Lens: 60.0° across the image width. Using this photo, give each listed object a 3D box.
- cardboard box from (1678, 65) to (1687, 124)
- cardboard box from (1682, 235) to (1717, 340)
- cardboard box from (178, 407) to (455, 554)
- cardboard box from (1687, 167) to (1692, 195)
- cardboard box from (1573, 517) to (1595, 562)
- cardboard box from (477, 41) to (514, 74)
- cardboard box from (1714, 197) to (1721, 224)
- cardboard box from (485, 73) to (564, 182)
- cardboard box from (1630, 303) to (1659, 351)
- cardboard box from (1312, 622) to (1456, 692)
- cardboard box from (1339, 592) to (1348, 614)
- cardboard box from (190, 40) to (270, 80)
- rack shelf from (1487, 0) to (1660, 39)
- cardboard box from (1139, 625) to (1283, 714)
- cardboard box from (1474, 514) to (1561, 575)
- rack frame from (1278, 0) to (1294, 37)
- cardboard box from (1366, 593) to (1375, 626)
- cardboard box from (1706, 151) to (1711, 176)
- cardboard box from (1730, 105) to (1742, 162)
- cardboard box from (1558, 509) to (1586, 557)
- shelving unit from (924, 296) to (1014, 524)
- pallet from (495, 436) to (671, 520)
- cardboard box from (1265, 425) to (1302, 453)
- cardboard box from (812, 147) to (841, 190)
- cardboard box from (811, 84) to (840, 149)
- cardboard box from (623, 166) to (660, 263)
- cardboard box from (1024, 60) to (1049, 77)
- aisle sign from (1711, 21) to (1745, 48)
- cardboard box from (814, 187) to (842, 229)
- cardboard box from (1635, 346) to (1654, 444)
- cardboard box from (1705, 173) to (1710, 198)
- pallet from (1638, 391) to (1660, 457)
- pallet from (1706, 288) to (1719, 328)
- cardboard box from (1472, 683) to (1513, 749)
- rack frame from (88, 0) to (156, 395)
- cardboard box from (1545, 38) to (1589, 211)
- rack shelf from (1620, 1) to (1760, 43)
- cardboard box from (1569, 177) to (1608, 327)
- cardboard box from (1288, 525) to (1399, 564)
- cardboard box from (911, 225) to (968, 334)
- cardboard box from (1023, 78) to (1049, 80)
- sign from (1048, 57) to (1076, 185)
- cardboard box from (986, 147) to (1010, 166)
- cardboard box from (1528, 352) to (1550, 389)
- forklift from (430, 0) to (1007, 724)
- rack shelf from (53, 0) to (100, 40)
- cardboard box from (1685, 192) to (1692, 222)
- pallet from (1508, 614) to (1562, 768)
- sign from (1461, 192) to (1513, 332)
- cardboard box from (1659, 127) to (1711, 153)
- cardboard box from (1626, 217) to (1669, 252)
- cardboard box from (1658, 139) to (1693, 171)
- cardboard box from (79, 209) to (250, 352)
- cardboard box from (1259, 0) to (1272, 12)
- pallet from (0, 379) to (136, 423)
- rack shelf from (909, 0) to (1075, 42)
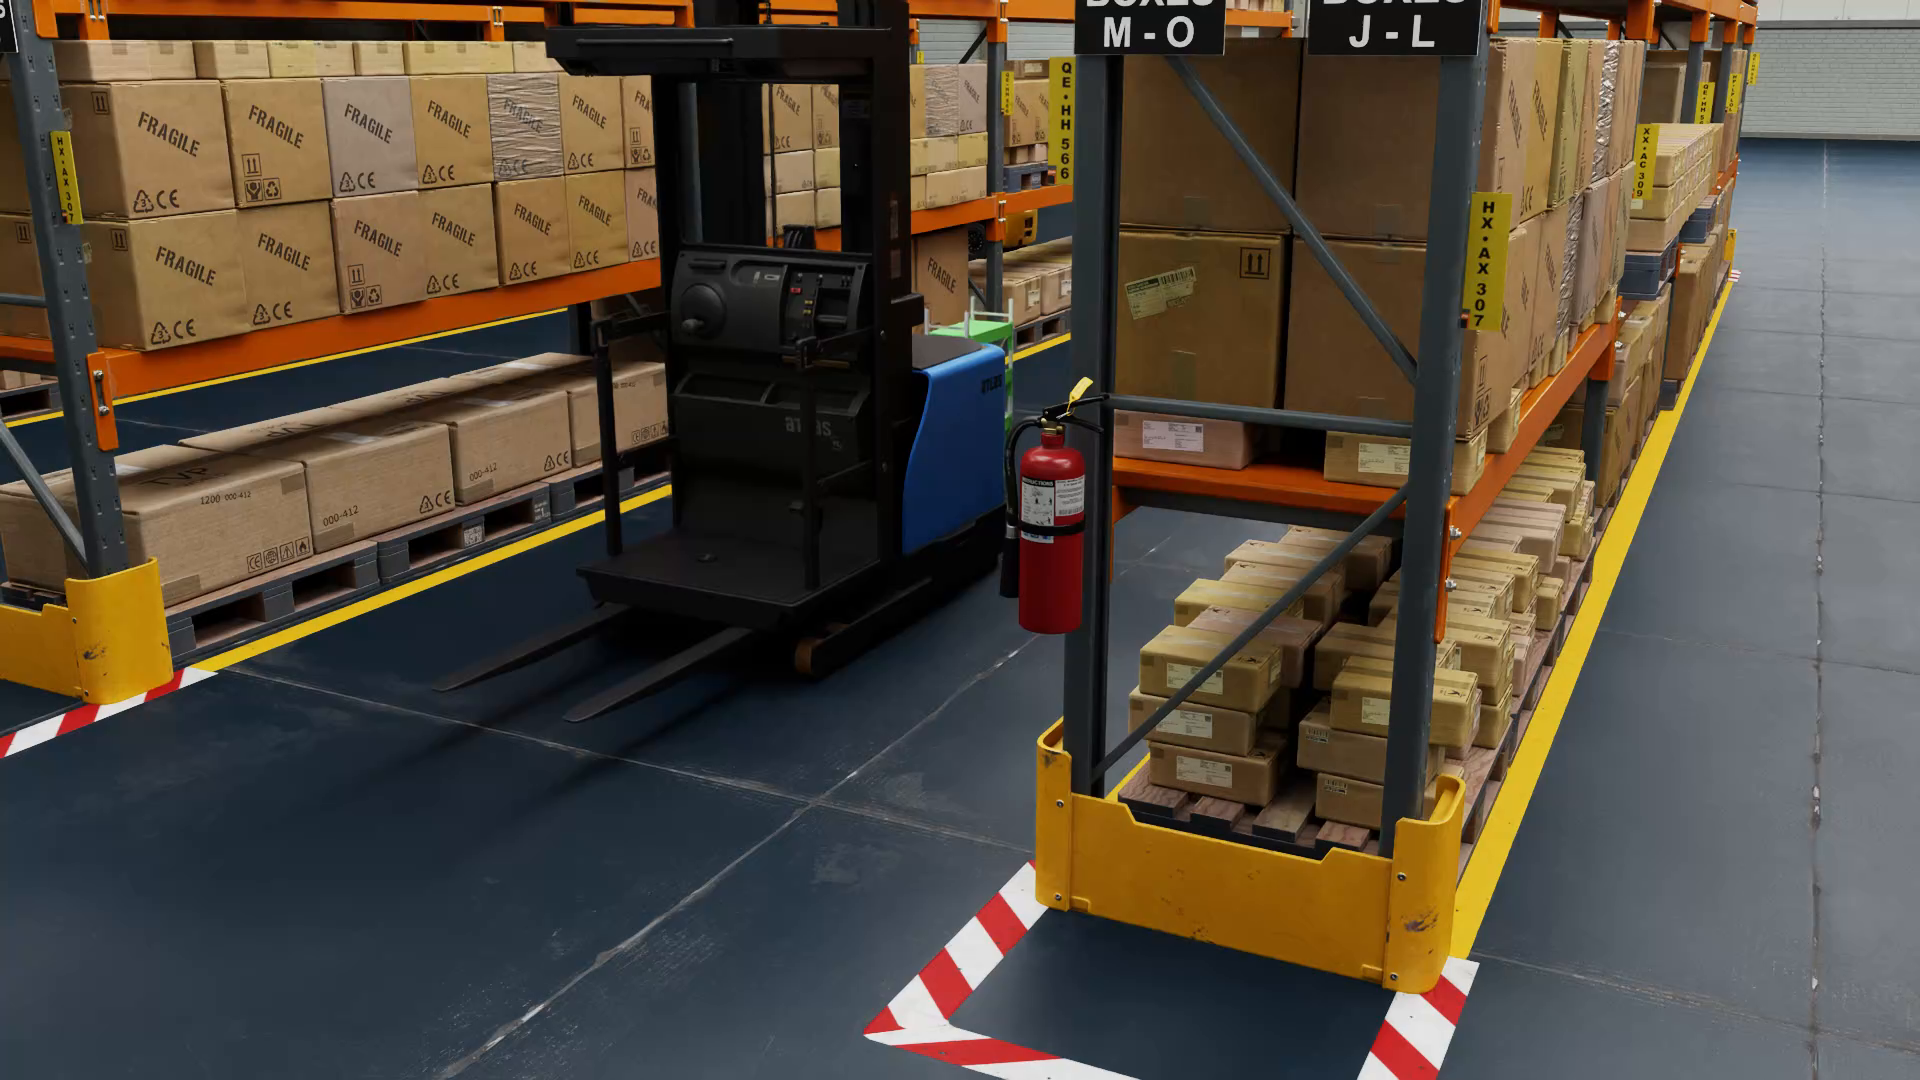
[{"bbox_3d":[4.776,-3.124,11.842,0.700,0.500,0.500,8,18,25],"label":"cardboard box"},{"bbox_3d":[5.498,-2.082,13.478,1.050,0.750,0.750,8,18,25],"label":"cardboard box"},{"bbox_3d":[-3.100,-0.309,8.059,0.875,0.438,0.875,9,19,27],"label":"cardboard box"},{"bbox_3d":[3.724,-1.936,8.955,0.380,0.149,0.250,8,18,24],"label":"cardboard box"},{"bbox_3d":[2.684,-0.027,7.617,0.380,0.149,0.250,8,18,26],"label":"cardboard box"},{"bbox_3d":[-2.400,-2.341,8.068,0.380,0.149,0.250,8,18,24],"label":"cardboard box"},{"bbox_3d":[6.473,-2.708,15.366,0.875,0.875,0.875,8,19,26],"label":"cardboard box"},{"bbox_3d":[-2.336,-2.053,8.235,0.500,0.500,0.500,8,18,26],"label":"cardboard box"},{"bbox_3d":[3.813,-1.252,9.807,0.500,0.250,0.500,9,19,27],"label":"cardboard box"},{"bbox_3d":[1.320,0.387,5.176,0.380,0.149,0.250,8,19,26],"label":"cardboard box"},{"bbox_3d":[1.198,0.269,6.098,0.380,0.149,0.250,8,18,26],"label":"cardboard box"},{"bbox_3d":[-3.028,-1.942,6.723,0.380,0.149,0.250,9,19,27],"label":"cardboard box"},{"bbox_3d":[1.661,-1.919,5.714,1.077,0.370,4.000,8,18,25],"label":"rack shelf"},{"bbox_3d":[0.777,0.396,5.147,0.380,0.149,0.250,8,18,26],"label":"cardboard box"},{"bbox_3d":[2.111,0.010,6.448,0.380,0.149,0.250,7,18,23],"label":"cardboard box"},{"bbox_3d":[3.443,-4.996,20.078,1.000,3.000,0.127,8,18,25],"label":"rack frame"},{"bbox_3d":[1.512,0.294,6.537,0.380,0.149,0.250,9,19,27],"label":"cardboard box"},{"bbox_3d":[4.410,-2.326,10.269,0.380,0.149,0.250,9,19,27],"label":"cardboard box"},{"bbox_3d":[7.565,-4.221,17.205,0.875,0.550,0.550,8,18,25],"label":"cardboard box"},{"bbox_3d":[2.484,-0.051,7.176,0.380,0.149,0.250,7,18,23],"label":"cardboard box"},{"bbox_3d":[0.048,-0.598,8.431,0.258,1.200,0.503,8,19,26],"label":"shelving unit"},{"bbox_3d":[-2.329,-0.419,9.566,1.003,0.211,1.213,8,18,25],"label":"pallet"},{"bbox_3d":[0.804,-0.374,4.957,0.380,0.149,0.250,8,18,25],"label":"cardboard box"},{"bbox_3d":[-1.013,-2.445,10.874,0.500,0.250,0.500,8,18,26],"label":"cardboard box"},{"bbox_3d":[-1.037,-2.803,10.762,0.500,0.500,0.500,8,18,24],"label":"cardboard box"},{"bbox_3d":[-1.898,-1.837,9.266,0.500,0.500,0.500,8,18,26],"label":"cardboard box"},{"bbox_3d":[0.736,-4.316,15.212,0.380,0.149,0.250,9,19,28],"label":"cardboard box"},{"bbox_3d":[8.216,-5.618,17.607,0.394,0.787,0.004,8,18,25],"label":"aisle sign"},{"bbox_3d":[-1.013,-2.207,10.950,0.500,0.250,0.500,8,18,25],"label":"cardboard box"},{"bbox_3d":[3.824,-0.888,9.899,0.500,0.500,0.500,7,18,23],"label":"cardboard box"},{"bbox_3d":[4.532,-2.251,10.540,0.380,0.149,0.250,8,19,26],"label":"cardboard box"},{"bbox_3d":[3.991,-0.819,10.911,1.003,0.211,1.213,8,18,25],"label":"pallet"},{"bbox_3d":[6.539,-2.221,15.630,1.003,0.211,1.213,8,18,25],"label":"pallet"},{"bbox_3d":[1.648,0.563,5.629,0.380,0.149,0.250,8,18,26],"label":"cardboard box"},{"bbox_3d":[-6.362,-2.570,11.910,1.000,3.000,0.127,8,18,25],"label":"rack frame"},{"bbox_3d":[1.677,-1.326,5.267,0.500,0.500,0.500,8,18,24],"label":"cardboard box"},{"bbox_3d":[7.023,-4.976,16.005,1.077,0.370,4.000,8,18,25],"label":"rack shelf"},{"bbox_3d":[2.134,-1.109,6.290,0.500,0.500,0.500,8,18,25],"label":"cardboard box"},{"bbox_3d":[1.494,0.001,6.479,0.380,0.149,0.250,8,18,26],"label":"cardboard box"},{"bbox_3d":[-0.515,-1.976,12.903,0.875,0.875,0.875,8,18,25],"label":"cardboard box"},{"bbox_3d":[0.734,-3.705,14.296,0.500,0.500,0.500,8,19,26],"label":"cardboard box"},{"bbox_3d":[0.279,-1.099,4.368,0.100,0.325,0.005,8,18,25],"label":"sign"},{"bbox_3d":[0.180,-3.099,13.393,0.380,0.149,0.250,7,18,22],"label":"cardboard box"},{"bbox_3d":[1.856,-0.641,5.856,0.380,0.149,0.250,9,19,27],"label":"cardboard box"},{"bbox_3d":[-0.900,-0.997,6.735,1.130,2.935,3.031,8,19,26],"label":"forklift"},{"bbox_3d":[-7.255,-3.154,9.870,1.077,0.370,4.000,8,18,25],"label":"rack shelf"},{"bbox_3d":[3.836,-1.856,9.207,0.380,0.149,0.250,7,18,23],"label":"cardboard box"},{"bbox_3d":[1.742,0.488,6.509,1.003,0.211,1.213,8,18,25],"label":"pallet"},{"bbox_3d":[1.252,-0.663,3.968,0.100,0.325,0.005,8,18,25],"label":"sign"},{"bbox_3d":[4.301,-2.407,10.019,0.380,0.149,0.250,9,19,27],"label":"cardboard box"},{"bbox_3d":[3.142,-1.459,7.870,0.380,0.149,0.250,7,18,23],"label":"cardboard box"},{"bbox_3d":[3.605,-2.009,8.679,0.380,0.149,0.250,8,18,25],"label":"cardboard box"},{"bbox_3d":[-3.235,-1.055,6.631,0.500,0.500,0.500,8,18,25],"label":"cardboard box"},{"bbox_3d":[3.302,-6.057,18.820,0.380,0.149,0.250,9,19,27],"label":"cardboard box"},{"bbox_3d":[-6.669,-1.059,11.719,1.003,0.211,1.213,8,18,25],"label":"pallet"},{"bbox_3d":[0.762,-4.561,14.608,1.077,0.370,4.000,8,18,25],"label":"rack shelf"}]
